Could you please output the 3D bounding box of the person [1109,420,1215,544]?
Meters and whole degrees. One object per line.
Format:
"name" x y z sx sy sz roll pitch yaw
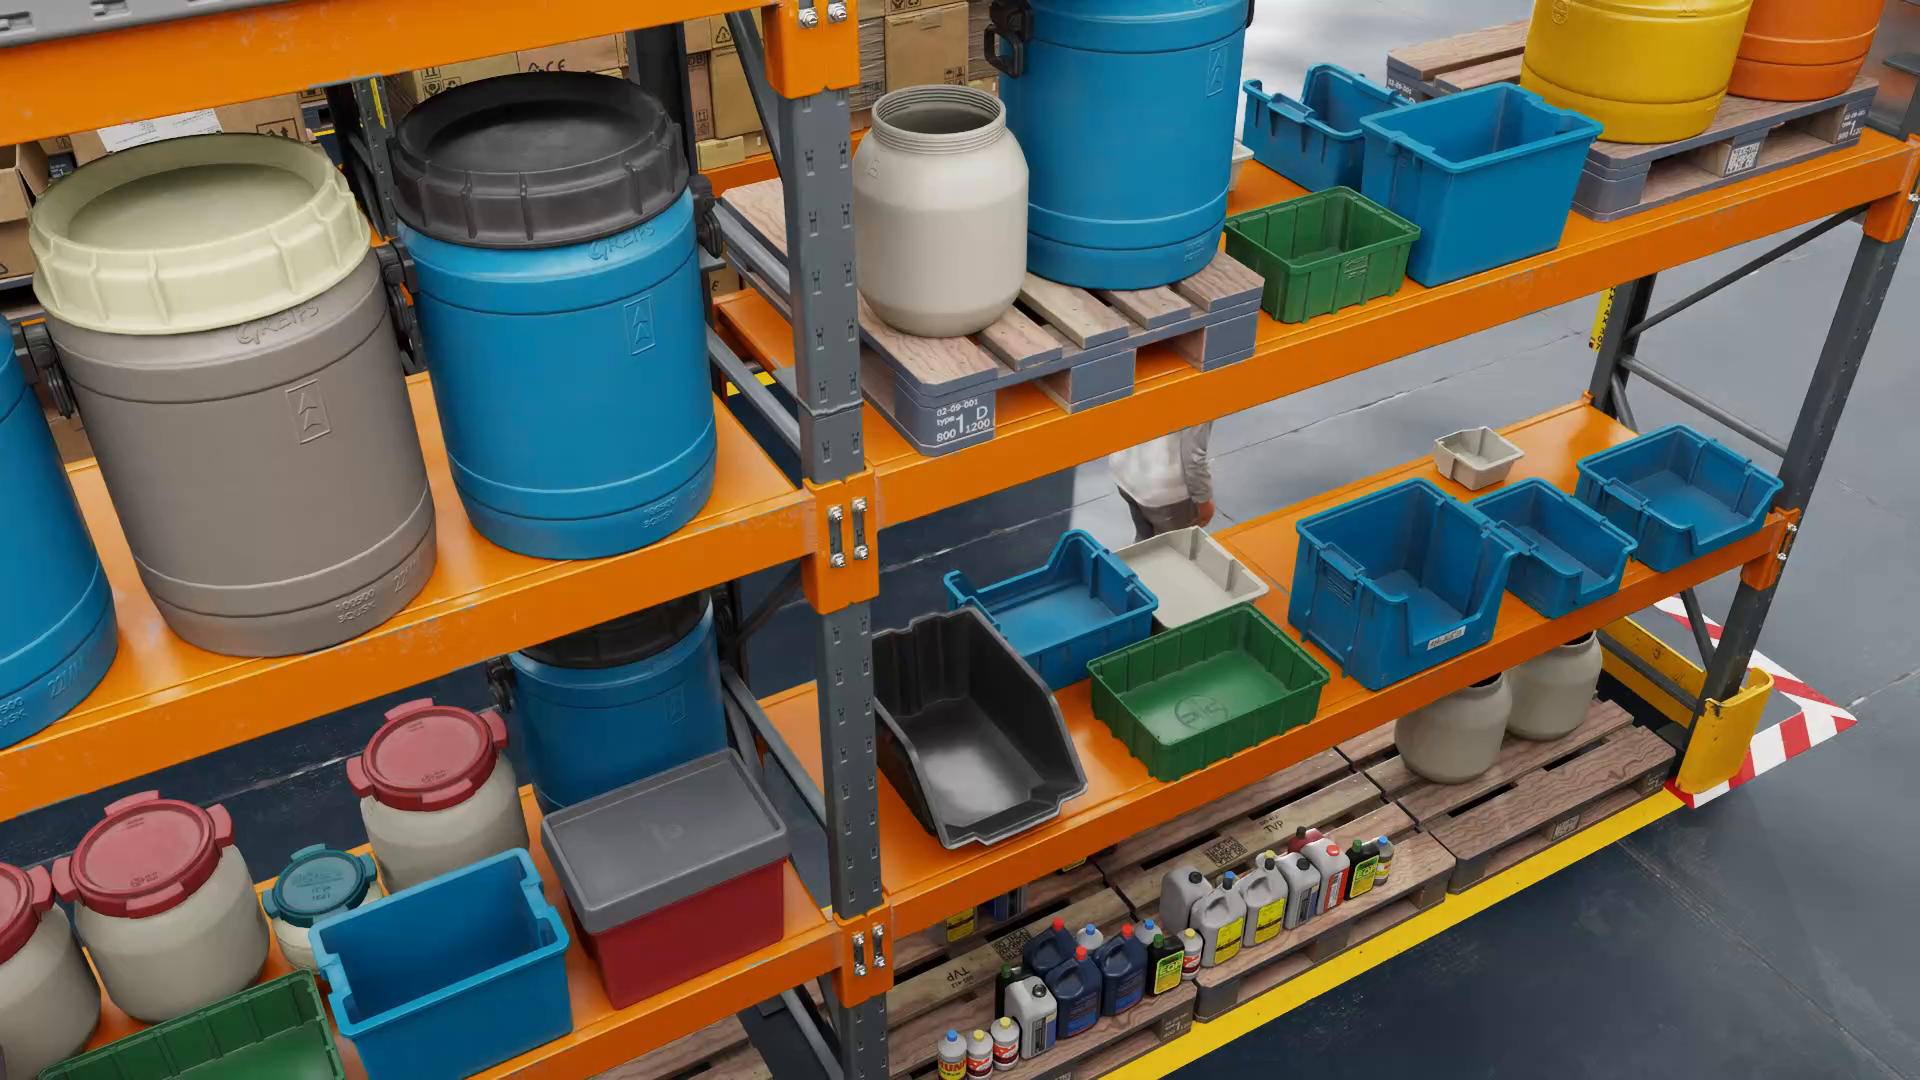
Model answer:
"person" 0.898 -0.282 7.287 0.462 1.772 0.580 -19 41 -24
